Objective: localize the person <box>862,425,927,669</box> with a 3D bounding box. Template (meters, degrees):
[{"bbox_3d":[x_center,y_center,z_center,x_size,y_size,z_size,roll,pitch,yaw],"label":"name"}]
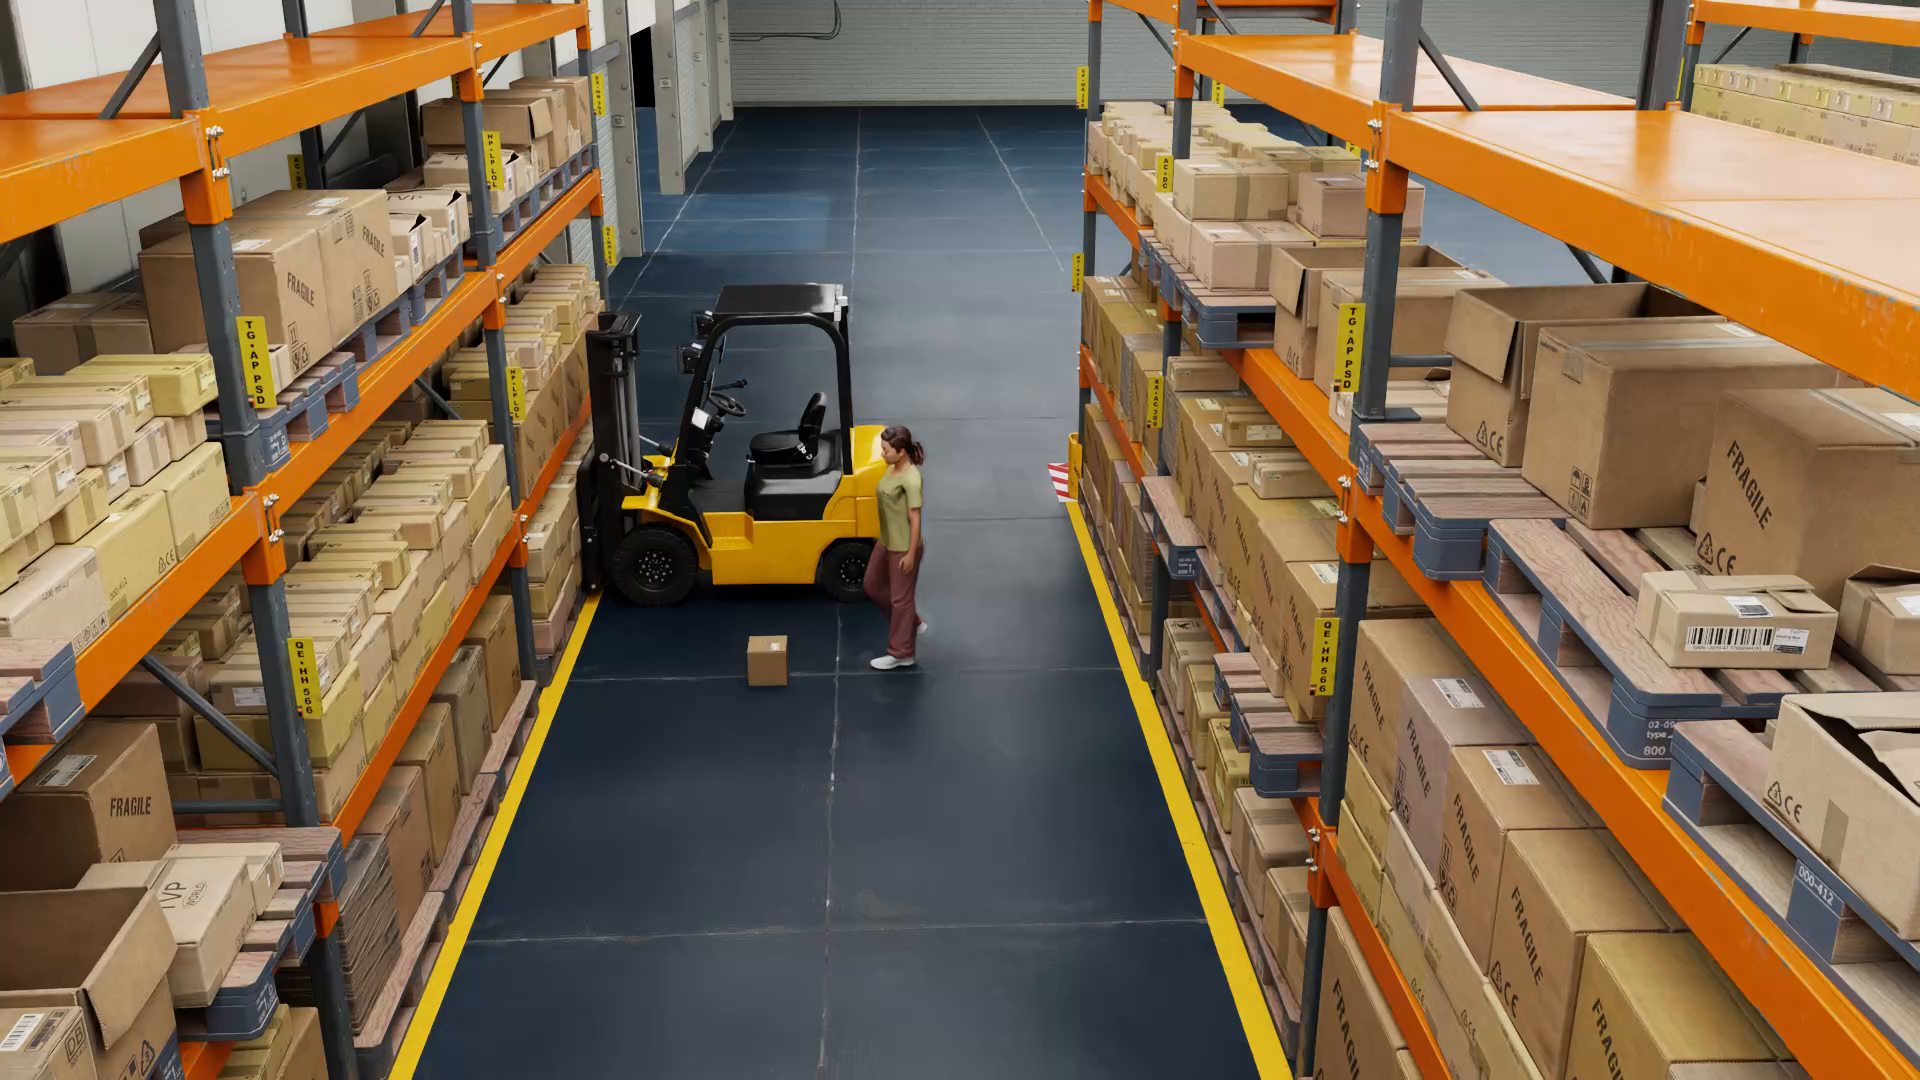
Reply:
[{"bbox_3d":[-0.396,0.041,10.945,0.452,1.675,0.474,-7,22,-19],"label":"person"}]
